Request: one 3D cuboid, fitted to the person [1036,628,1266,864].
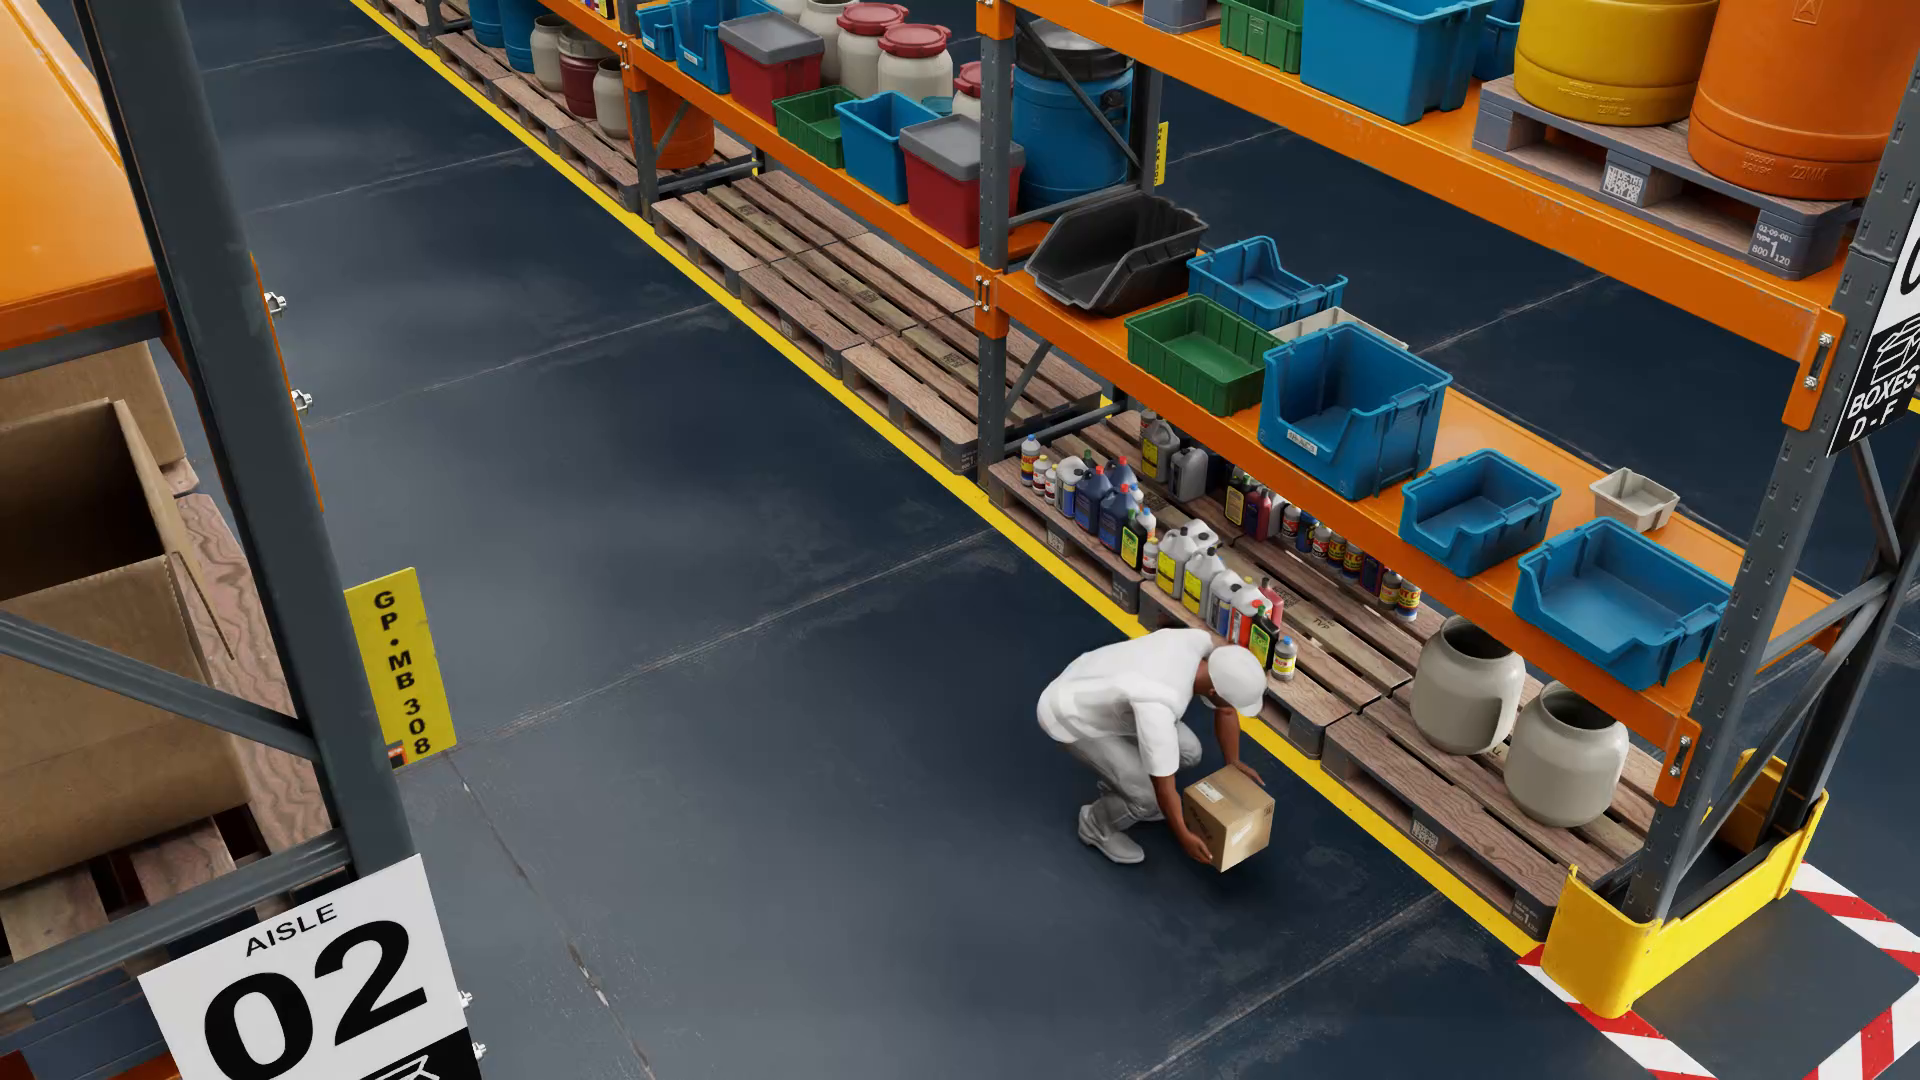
[{"bbox_3d":[0.752,0.747,6.535,0.862,1.091,0.598,23,42,28],"label":"person"}]
